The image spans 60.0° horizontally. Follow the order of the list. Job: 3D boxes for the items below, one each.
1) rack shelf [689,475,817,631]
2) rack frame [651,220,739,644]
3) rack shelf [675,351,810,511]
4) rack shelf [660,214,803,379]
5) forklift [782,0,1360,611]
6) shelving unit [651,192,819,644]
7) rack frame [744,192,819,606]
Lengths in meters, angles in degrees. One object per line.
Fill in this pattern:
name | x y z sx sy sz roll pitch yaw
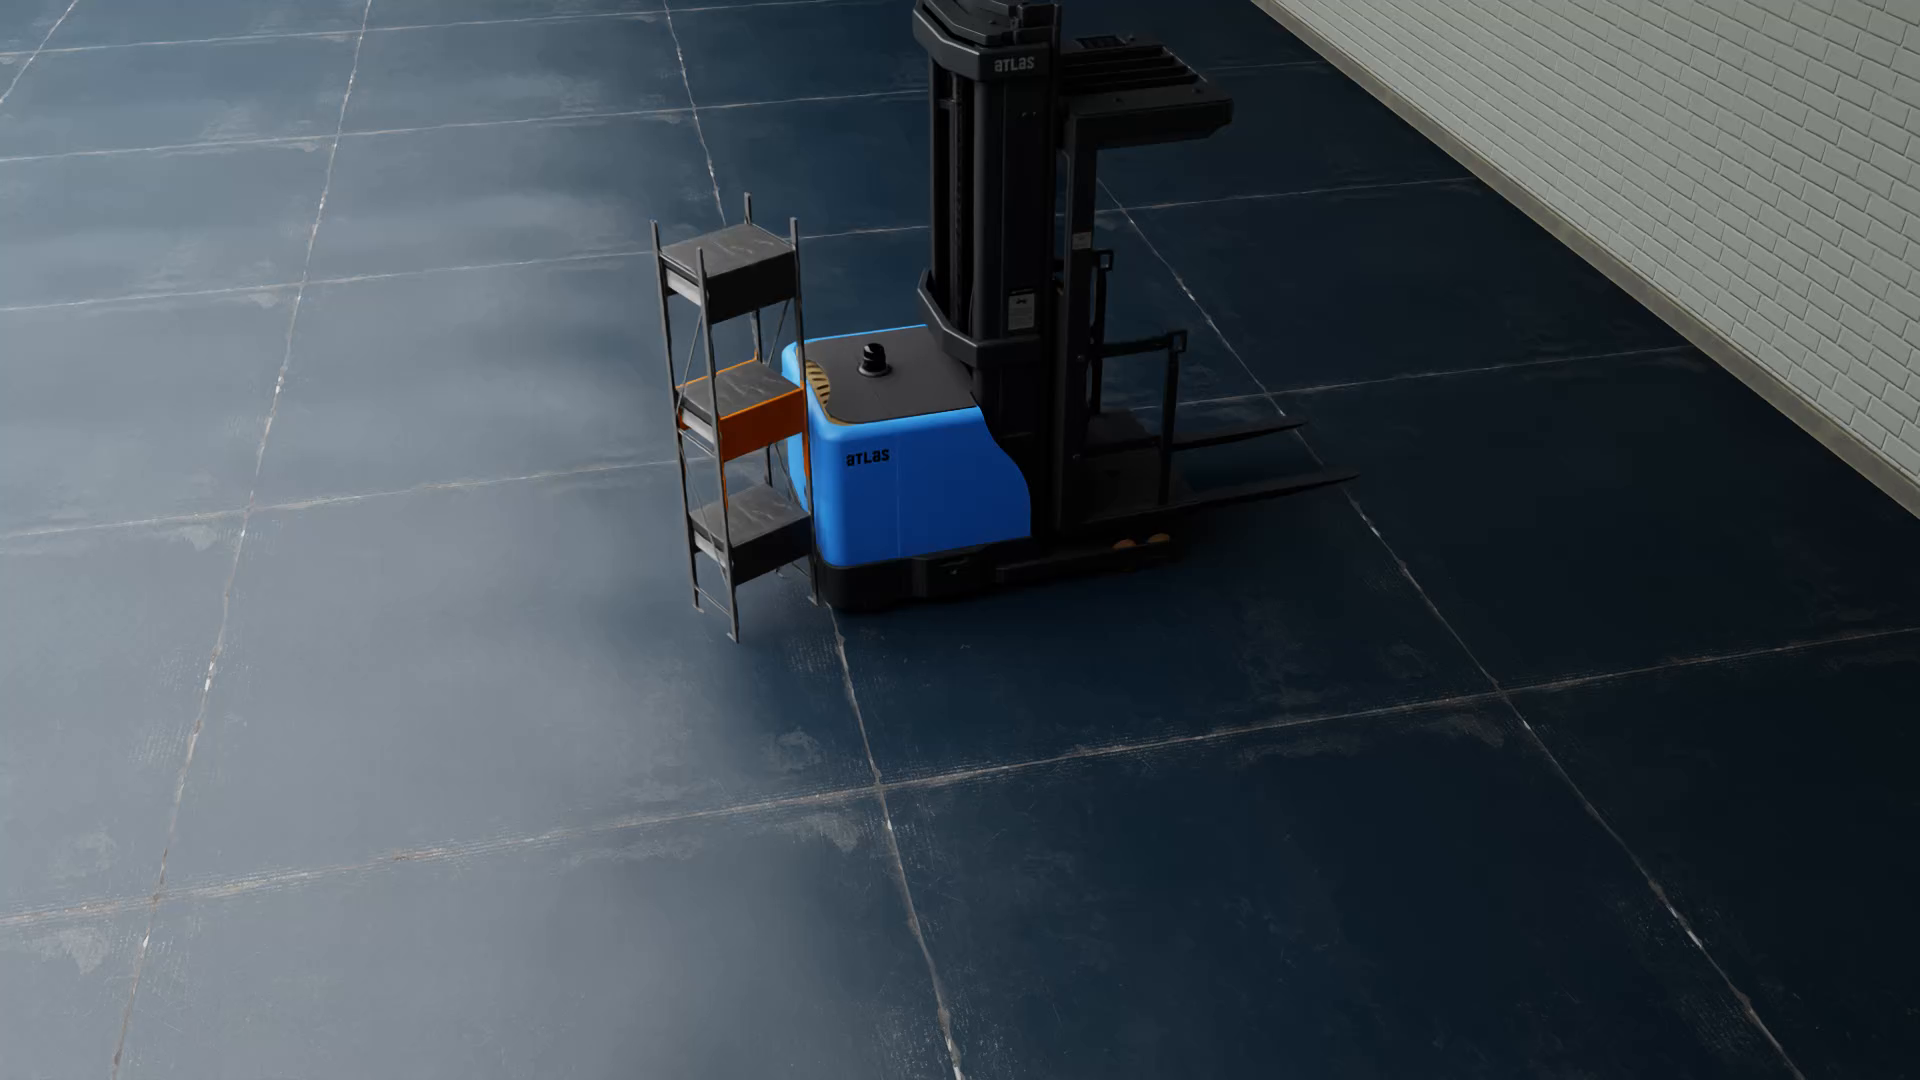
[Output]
rack shelf | -1.037 0.058 8.283 0.480 0.518 0.431 -25 41 -32
rack frame | -1.225 -0.447 7.755 0.015 2.100 0.400 -25 41 -32
rack shelf | -1.037 -0.523 7.892 0.480 0.518 0.431 -25 41 -32
rack shelf | -1.037 -1.104 7.502 0.480 0.518 0.431 -25 41 -32
forklift | 0.645 -1.325 8.317 3.031 2.935 1.130 -10 35 -14
shelving unit | -1.037 -0.534 7.885 0.503 2.100 0.431 -25 41 -32
rack frame | -0.849 -0.621 8.014 0.015 2.100 0.400 -25 41 -32
